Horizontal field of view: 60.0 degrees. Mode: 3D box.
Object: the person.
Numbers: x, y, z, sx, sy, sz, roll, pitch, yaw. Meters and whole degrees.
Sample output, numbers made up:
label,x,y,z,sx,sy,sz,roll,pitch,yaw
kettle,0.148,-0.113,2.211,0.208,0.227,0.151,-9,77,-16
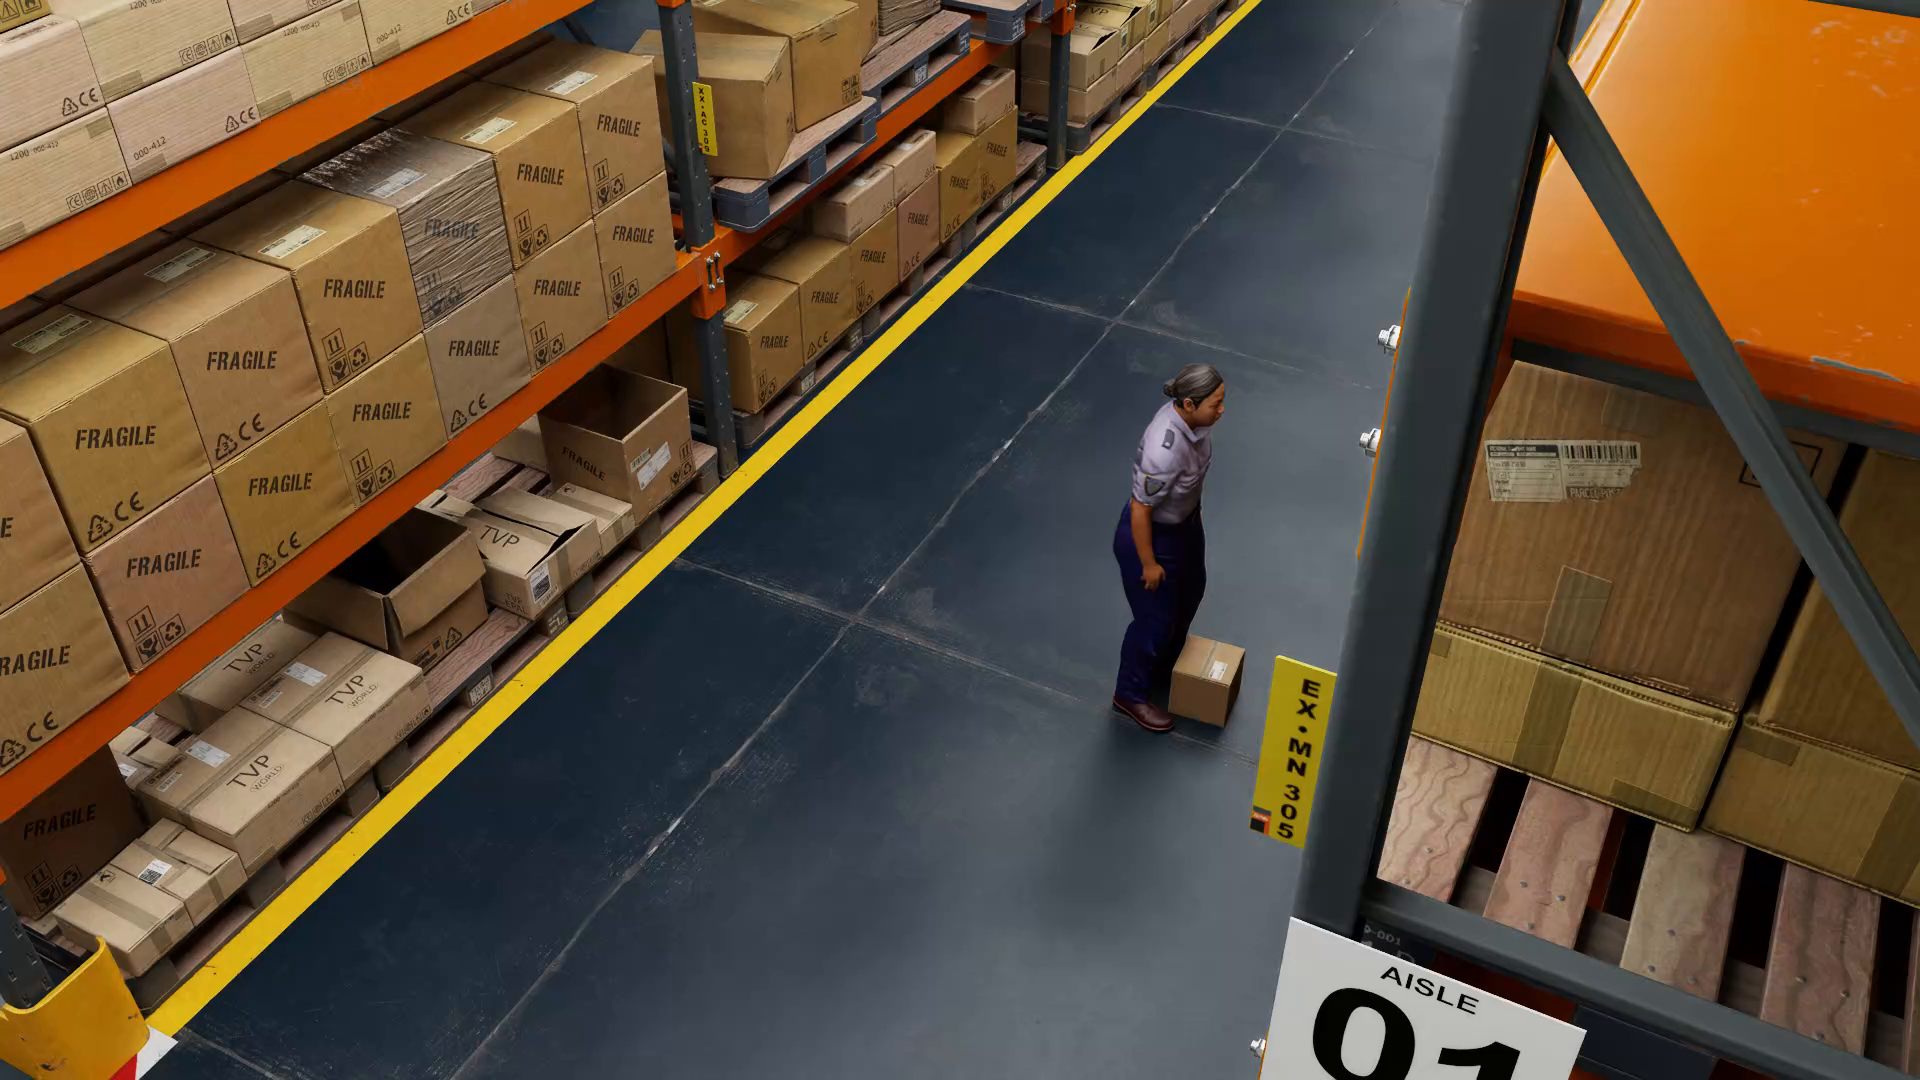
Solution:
label,x,y,z,sx,sy,sz,roll,pitch,yaw
person,0.859,-0.005,6.761,0.419,1.651,0.537,18,42,21
